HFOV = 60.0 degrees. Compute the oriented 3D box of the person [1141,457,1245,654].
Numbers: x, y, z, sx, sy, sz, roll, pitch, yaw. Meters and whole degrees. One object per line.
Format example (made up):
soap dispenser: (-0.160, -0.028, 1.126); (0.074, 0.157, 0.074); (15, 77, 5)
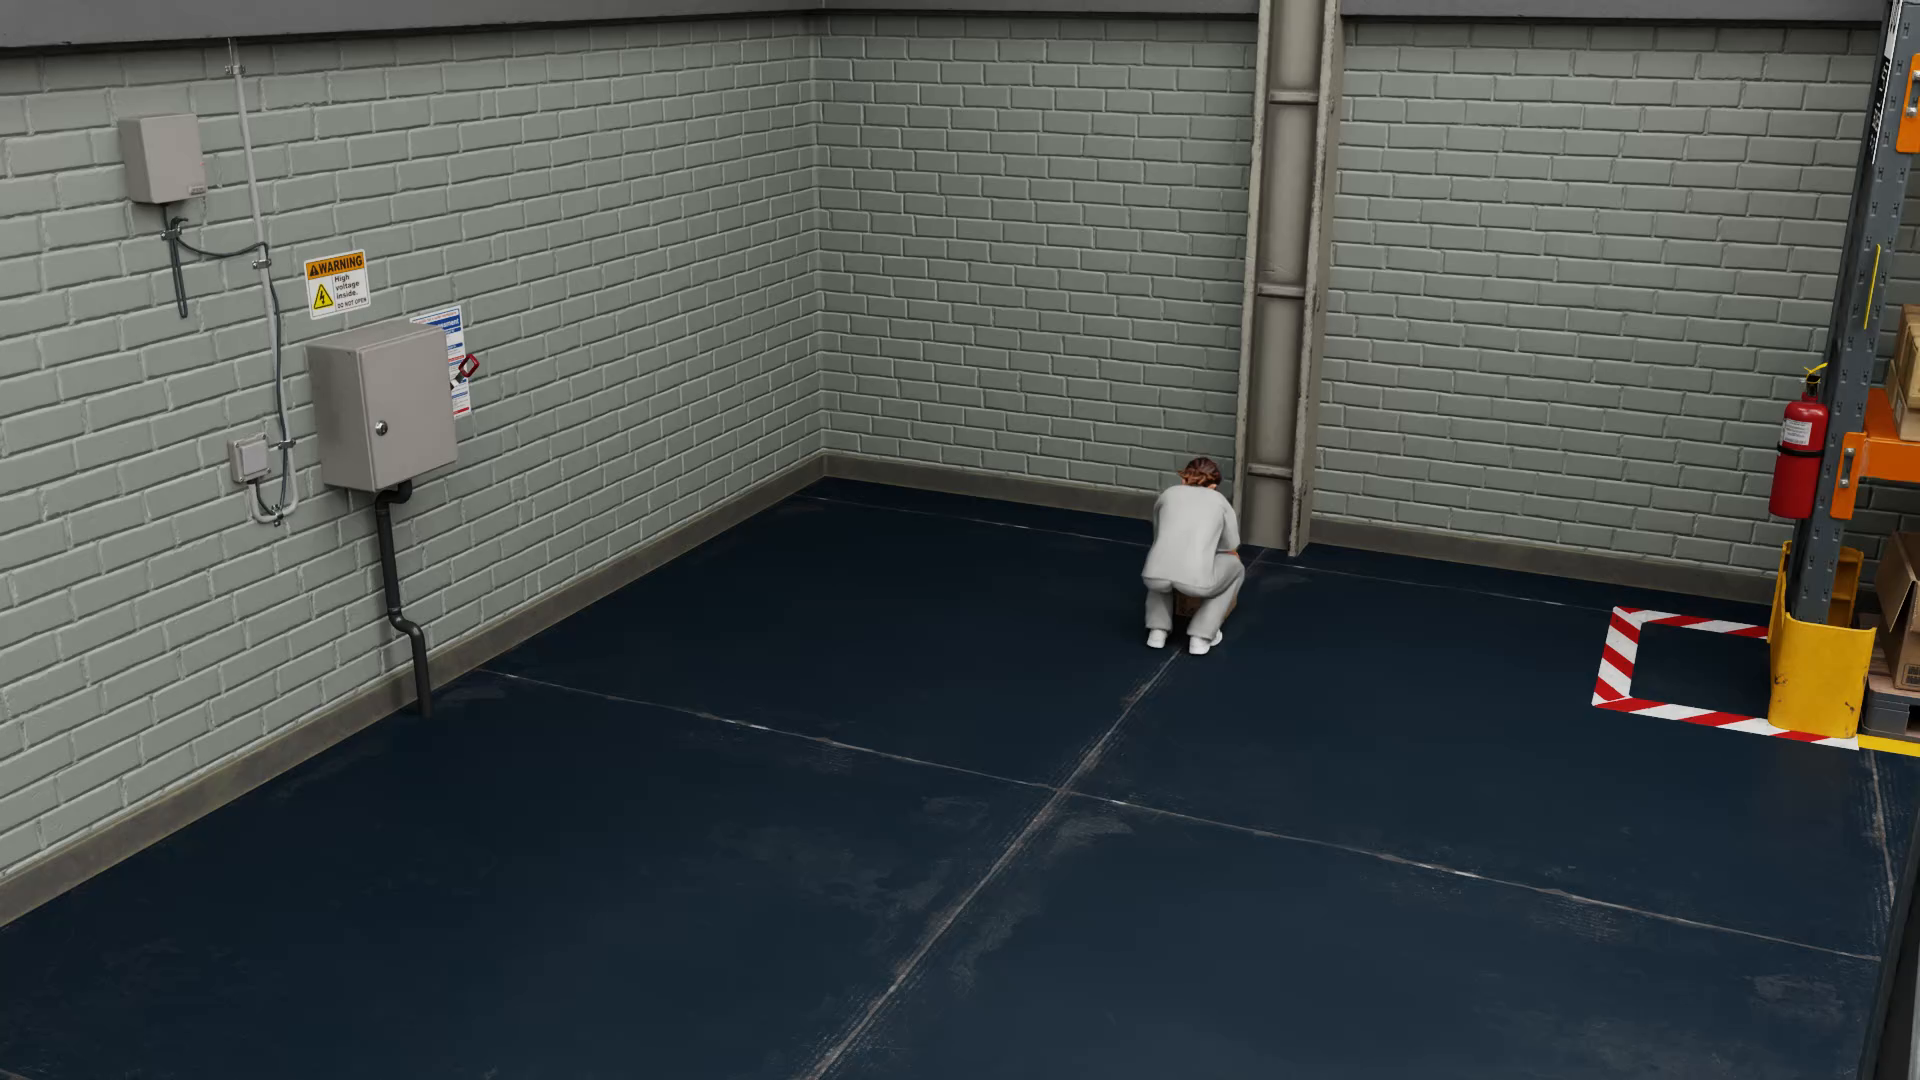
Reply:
person: (1.135, 0.075, 8.159); (0.483, 0.824, 0.801); (8, 21, 23)
